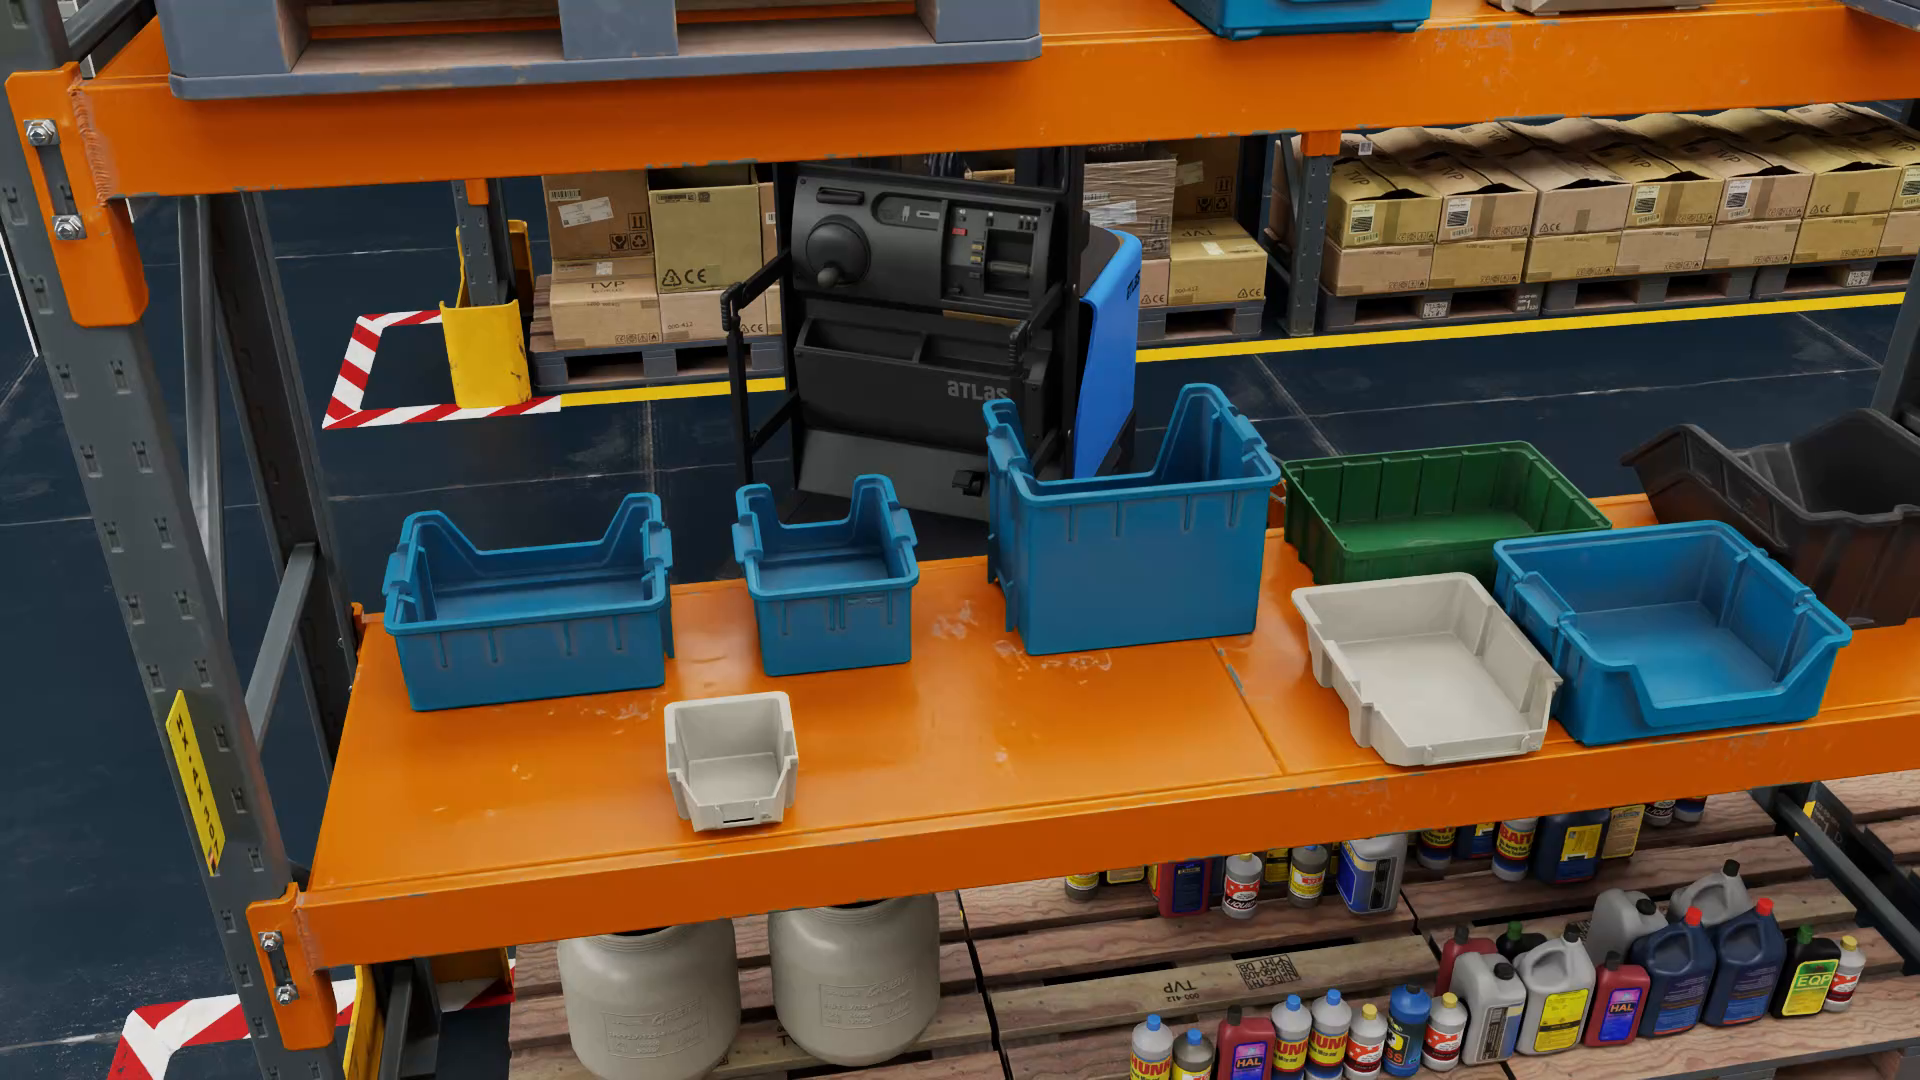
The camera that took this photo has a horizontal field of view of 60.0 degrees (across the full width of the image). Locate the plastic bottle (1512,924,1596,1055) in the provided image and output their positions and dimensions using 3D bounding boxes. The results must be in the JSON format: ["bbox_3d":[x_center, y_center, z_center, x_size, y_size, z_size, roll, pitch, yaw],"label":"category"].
[{"bbox_3d":[1.460,1.095,4.108,0.185,0.351,0.144,-5,31,-9],"label":"plastic bottle"}]

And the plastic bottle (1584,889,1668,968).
[{"bbox_3d":[1.726,1.026,4.299,0.135,0.276,0.152,-5,31,-9],"label":"plastic bottle"}]

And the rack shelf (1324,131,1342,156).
[{"bbox_3d":[3.627,-2.450,8.666,4.000,0.370,1.077,-5,31,-9],"label":"rack shelf"}]

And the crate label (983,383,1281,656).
[{"bbox_3d":[0.375,-0.060,3.858,0.616,0.435,0.502,-5,31,-9],"label":"crate label"}]

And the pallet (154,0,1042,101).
[{"bbox_3d":[-0.555,-0.980,2.685,1.213,0.211,1.003,-5,31,-9],"label":"pallet"}]

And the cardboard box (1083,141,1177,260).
[{"bbox_3d":[0.749,-1.705,8.249,0.500,0.500,0.500,-5,31,-9],"label":"cardboard box"}]

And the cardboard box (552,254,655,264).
[{"bbox_3d":[-1.801,-1.404,8.477,0.500,0.250,0.500,-5,31,-9],"label":"cardboard box"}]

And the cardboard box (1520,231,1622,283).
[{"bbox_3d":[3.113,-1.581,8.777,0.500,0.250,0.500,-6,31,-10],"label":"cardboard box"}]

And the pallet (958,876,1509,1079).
[{"bbox_3d":[0.677,1.249,4.418,1.213,0.211,1.003,-5,31,-9],"label":"pallet"}]

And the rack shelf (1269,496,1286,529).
[{"bbox_3d":[1.354,-0.126,6.769,0.258,0.180,0.103,-18,35,-27],"label":"rack shelf"}]

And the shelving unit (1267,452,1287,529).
[{"bbox_3d":[1.441,-0.054,6.649,0.258,0.189,1.200,-18,35,-27],"label":"shelving unit"}]

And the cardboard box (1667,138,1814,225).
[{"bbox_3d":[4.116,-1.914,8.790,0.500,0.311,0.500,-5,31,-9],"label":"cardboard box"}]

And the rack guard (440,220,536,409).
[{"bbox_3d":[-2.299,-1.132,8.182,0.348,0.500,1.175,-5,31,-9],"label":"rack guard"}]

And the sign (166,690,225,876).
[{"bbox_3d":[-1.292,0.414,2.814,0.005,0.325,0.100,-5,31,-9],"label":"sign"}]

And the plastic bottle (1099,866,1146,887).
[{"bbox_3d":[0.453,0.833,4.619,0.133,0.283,0.061,-5,31,-8],"label":"plastic bottle"}]

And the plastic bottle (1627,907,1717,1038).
[{"bbox_3d":[1.778,1.065,4.158,0.185,0.351,0.144,-7,31,-11],"label":"plastic bottle"}]

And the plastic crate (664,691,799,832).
[{"bbox_3d":[-0.448,0.451,3.285,0.250,0.136,0.298,-5,31,-9],"label":"plastic crate"}]

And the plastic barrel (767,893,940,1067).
[{"bbox_3d":[-0.260,1.006,4.121,0.421,0.512,0.421,0,30,0],"label":"plastic barrel"}]

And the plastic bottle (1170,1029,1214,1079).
[{"bbox_3d":[0.555,1.255,3.983,0.097,0.201,0.097,0,30,0],"label":"plastic bottle"}]

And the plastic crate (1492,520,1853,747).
[{"bbox_3d":[1.508,0.193,3.608,0.616,0.251,0.499,-5,31,-9],"label":"plastic crate"}]

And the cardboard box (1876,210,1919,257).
[{"bbox_3d":[5.120,-1.768,9.096,0.500,0.250,0.500,-5,31,-8],"label":"cardboard box"}]

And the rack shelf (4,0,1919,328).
[{"bbox_3d":[0.581,-0.907,3.084,4.000,0.370,1.077,-5,31,-9],"label":"rack shelf"}]

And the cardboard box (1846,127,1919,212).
[{"bbox_3d":[5.123,-2.009,8.953,0.500,0.311,0.500,-5,31,-8],"label":"cardboard box"}]

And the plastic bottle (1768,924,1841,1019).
[{"bbox_3d":[2.134,1.083,4.195,0.133,0.283,0.061,-4,31,-6],"label":"plastic bottle"}]

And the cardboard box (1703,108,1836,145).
[{"bbox_3d":[4.511,-2.226,9.322,0.500,0.311,0.500,-6,31,-10],"label":"cardboard box"}]

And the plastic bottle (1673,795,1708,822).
[{"bbox_3d":[2.156,0.690,4.875,0.097,0.271,0.097,0,30,0],"label":"plastic bottle"}]

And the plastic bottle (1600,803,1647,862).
[{"bbox_3d":[1.862,0.781,4.708,0.133,0.283,0.061,-5,31,-9],"label":"plastic bottle"}]

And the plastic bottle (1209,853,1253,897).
[{"bbox_3d":[0.730,0.834,4.625,0.135,0.276,0.152,-6,31,-10],"label":"plastic bottle"}]

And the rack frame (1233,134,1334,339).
[{"bbox_3d":[1.660,-2.577,8.173,0.127,3.000,1.000,-5,31,-9],"label":"rack frame"}]

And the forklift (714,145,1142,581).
[{"bbox_3d":[-0.201,-0.964,5.498,1.130,2.935,3.031,10,32,16],"label":"forklift"}]

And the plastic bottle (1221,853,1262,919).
[{"bbox_3d":[0.771,0.927,4.541,0.097,0.201,0.097,0,30,0],"label":"plastic bottle"}]

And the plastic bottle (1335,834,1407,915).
[{"bbox_3d":[1.127,0.872,4.561,0.135,0.276,0.152,-5,31,-9],"label":"plastic bottle"}]

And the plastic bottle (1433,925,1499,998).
[{"bbox_3d":[1.280,1.084,4.194,0.133,0.283,0.061,-5,31,-9],"label":"plastic bottle"}]

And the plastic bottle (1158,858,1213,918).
[{"bbox_3d":[0.614,0.897,4.511,0.133,0.283,0.061,-5,31,-9],"label":"plastic bottle"}]

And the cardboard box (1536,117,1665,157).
[{"bbox_3d":[3.503,-2.133,9.164,0.500,0.311,0.500,-6,31,-10],"label":"cardboard box"}]

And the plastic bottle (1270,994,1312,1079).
[{"bbox_3d":[0.790,1.203,4.002,0.097,0.271,0.097,0,30,0],"label":"plastic bottle"}]

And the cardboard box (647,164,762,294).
[{"bbox_3d":[-1.216,-1.515,7.927,0.500,0.500,0.500,-5,31,-9],"label":"cardboard box"}]

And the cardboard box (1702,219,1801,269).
[{"bbox_3d":[4.119,-1.675,8.938,0.500,0.250,0.500,-5,31,-8],"label":"cardboard box"}]

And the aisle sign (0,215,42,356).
[{"bbox_3d":[-1.405,-0.710,2.433,0.004,0.787,0.394,-5,31,-9],"label":"aisle sign"}]

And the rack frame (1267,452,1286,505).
[{"bbox_3d":[1.441,-0.133,6.602,0.240,0.006,1.200,-18,35,-27],"label":"rack frame"}]

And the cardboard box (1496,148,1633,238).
[{"bbox_3d":[3.113,-1.819,8.629,0.500,0.311,0.500,-6,31,-11],"label":"cardboard box"}]

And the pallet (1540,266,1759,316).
[{"bbox_3d":[3.580,-1.575,9.220,1.213,0.211,1.003,-5,31,-9],"label":"pallet"}]

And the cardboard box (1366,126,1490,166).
[{"bbox_3d":[2.517,-2.045,9.014,0.500,0.311,0.500,-4,31,-8],"label":"cardboard box"}]

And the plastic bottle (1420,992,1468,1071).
[{"bbox_3d":[1.188,1.196,4.083,0.097,0.201,0.097,0,30,0],"label":"plastic bottle"}]

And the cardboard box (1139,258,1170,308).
[{"bbox_3d":[0.749,-1.381,8.437,0.500,0.250,0.500,-5,31,-9],"label":"cardboard box"}]

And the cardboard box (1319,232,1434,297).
[{"bbox_3d":[2.101,-1.486,8.616,0.500,0.250,0.500,-6,31,-10],"label":"cardboard box"}]

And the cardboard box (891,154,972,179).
[{"bbox_3d":[-0.232,-1.605,8.078,0.500,0.500,0.500,-5,31,-9],"label":"cardboard box"}]

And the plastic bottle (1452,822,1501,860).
[{"bbox_3d":[1.494,0.729,4.730,0.185,0.351,0.144,-7,31,-11],"label":"plastic bottle"}]

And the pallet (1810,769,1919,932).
[{"bbox_3d":[3.313,1.004,4.834,1.213,0.211,1.003,-5,31,-9],"label":"pallet"}]

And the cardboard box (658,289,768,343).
[{"bbox_3d":[-1.216,-1.193,8.118,0.500,0.250,0.500,-5,31,-9],"label":"cardboard box"}]

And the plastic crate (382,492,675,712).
[{"bbox_3d":[-0.948,0.127,3.721,0.616,0.251,0.499,-5,31,-9],"label":"plastic crate"}]

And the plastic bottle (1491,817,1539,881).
[{"bbox_3d":[1.558,0.820,4.654,0.097,0.271,0.097,0,30,0],"label":"plastic bottle"}]

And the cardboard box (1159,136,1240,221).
[{"bbox_3d":[1.147,-2.010,8.767,0.500,0.500,0.500,-5,31,-9],"label":"cardboard box"}]

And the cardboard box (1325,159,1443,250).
[{"bbox_3d":[2.111,-1.728,8.475,0.500,0.311,0.500,-5,31,-9],"label":"cardboard box"}]

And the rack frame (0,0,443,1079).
[{"bbox_3d":[-1.387,0.258,3.352,0.127,3.000,1.000,-5,31,-9],"label":"rack frame"}]

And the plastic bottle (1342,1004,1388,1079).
[{"bbox_3d":[0.986,1.215,4.051,0.097,0.201,0.097,0,30,0],"label":"plastic bottle"}]

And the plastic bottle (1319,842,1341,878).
[{"bbox_3d":[1.075,0.768,4.664,0.185,0.351,0.144,-6,31,-9],"label":"plastic bottle"}]

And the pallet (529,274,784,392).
[{"bbox_3d":[-1.530,-1.101,8.413,1.213,0.211,1.003,-5,31,-9],"label":"pallet"}]

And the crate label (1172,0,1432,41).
[{"bbox_3d":[0.514,-0.977,2.639,0.408,0.251,0.502,-5,31,-9],"label":"crate label"}]
